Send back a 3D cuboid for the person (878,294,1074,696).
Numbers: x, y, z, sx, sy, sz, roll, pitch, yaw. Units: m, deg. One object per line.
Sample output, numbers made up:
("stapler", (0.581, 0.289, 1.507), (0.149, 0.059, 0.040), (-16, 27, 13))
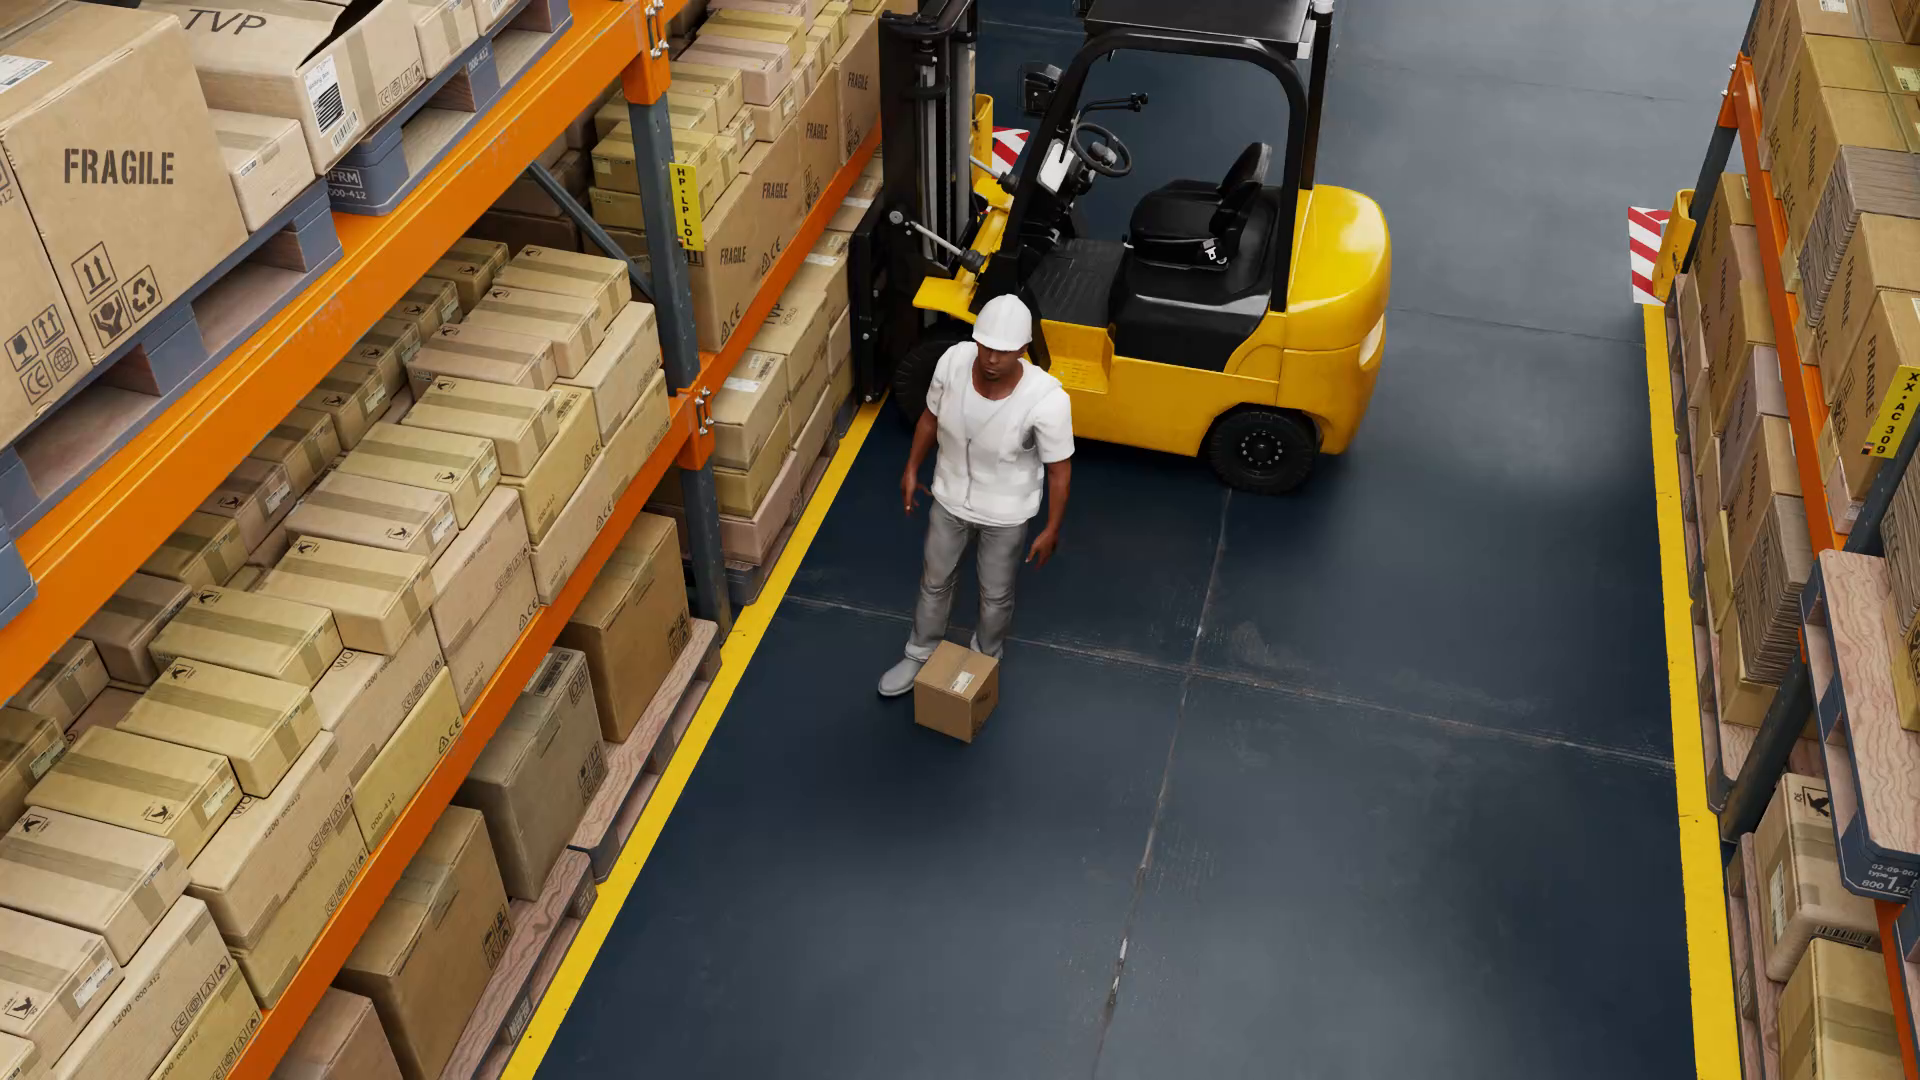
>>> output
("person", (0.055, -0.104, 6.246), (0.665, 1.767, 0.576), (20, 45, 21))
